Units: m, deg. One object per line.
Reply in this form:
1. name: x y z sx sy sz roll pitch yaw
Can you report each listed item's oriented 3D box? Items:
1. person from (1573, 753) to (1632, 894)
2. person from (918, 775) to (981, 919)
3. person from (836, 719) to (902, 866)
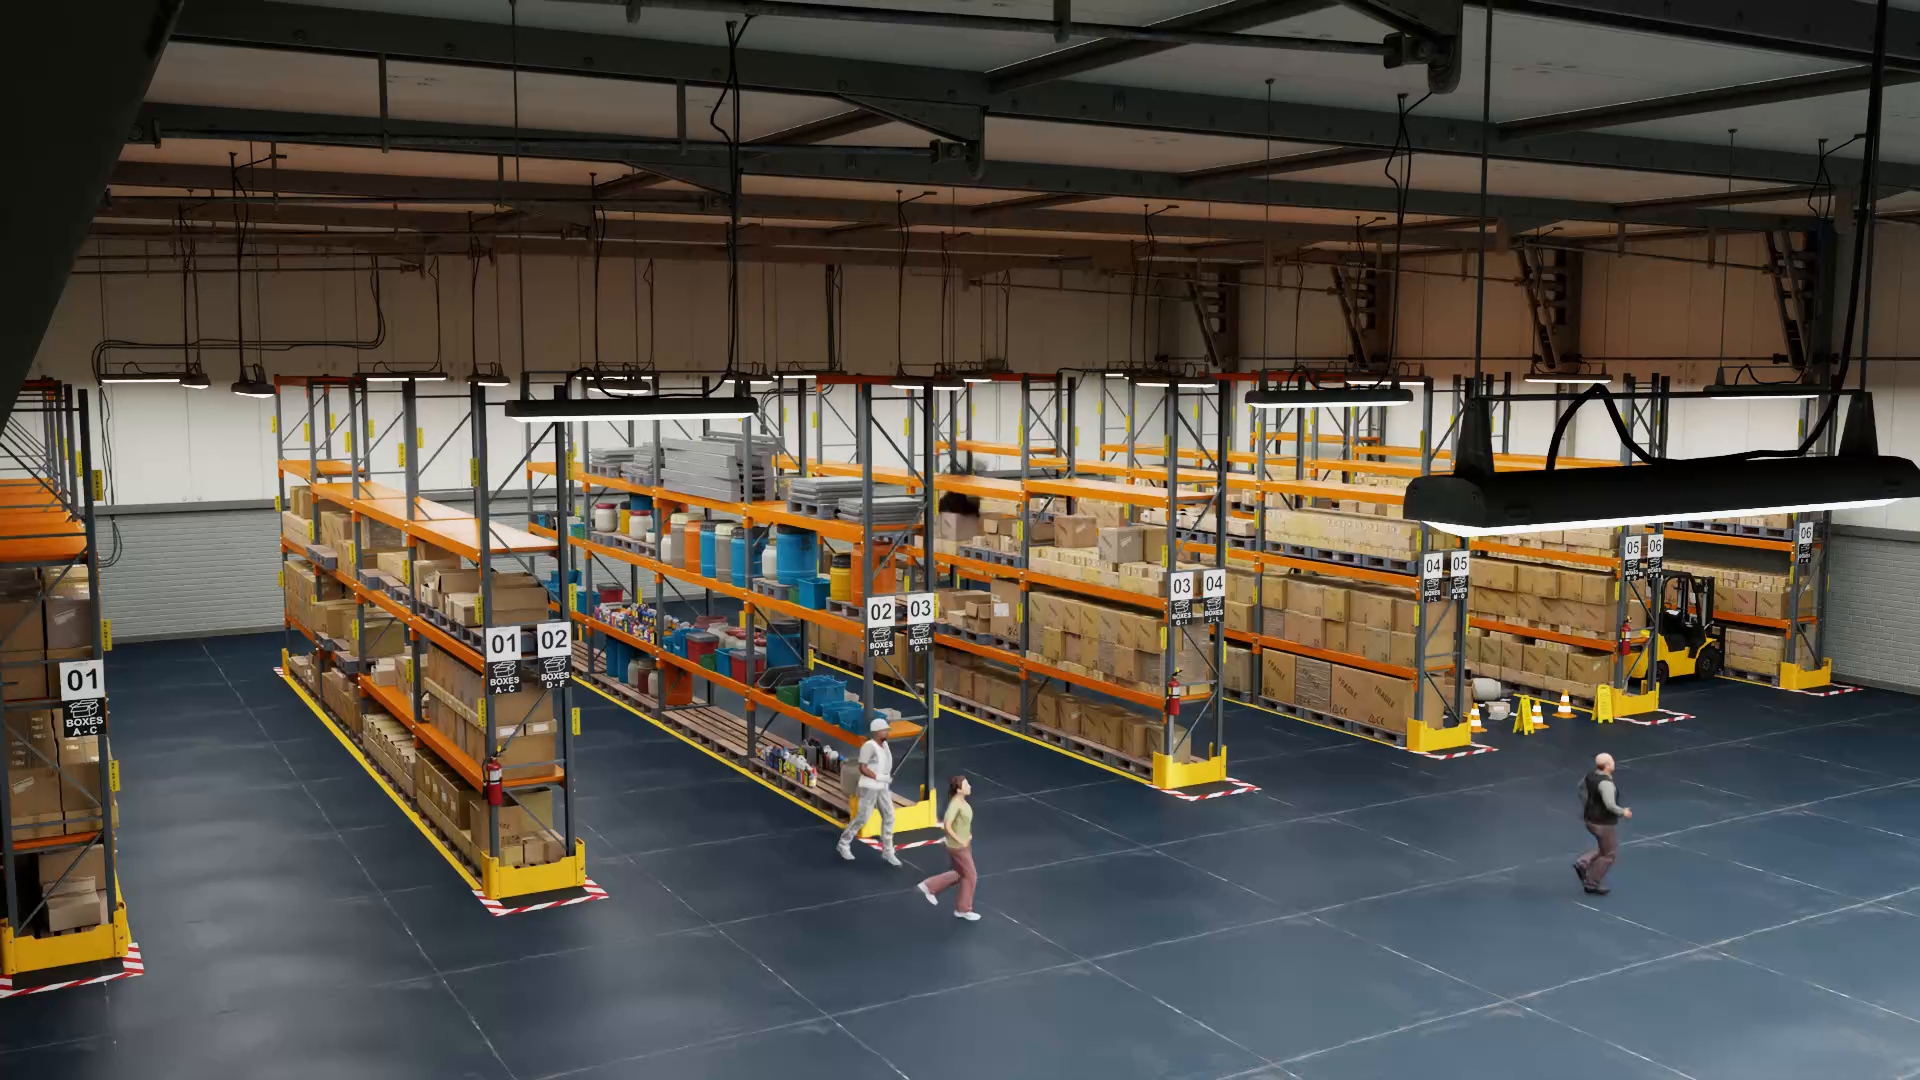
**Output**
1. person: 7.612 3.340 19.680 0.591 1.675 0.687 0 6 -3
2. person: -0.119 3.467 18.805 0.712 1.668 0.584 1 6 5
3. person: -1.058 3.149 20.971 0.850 1.804 0.753 3 7 24
